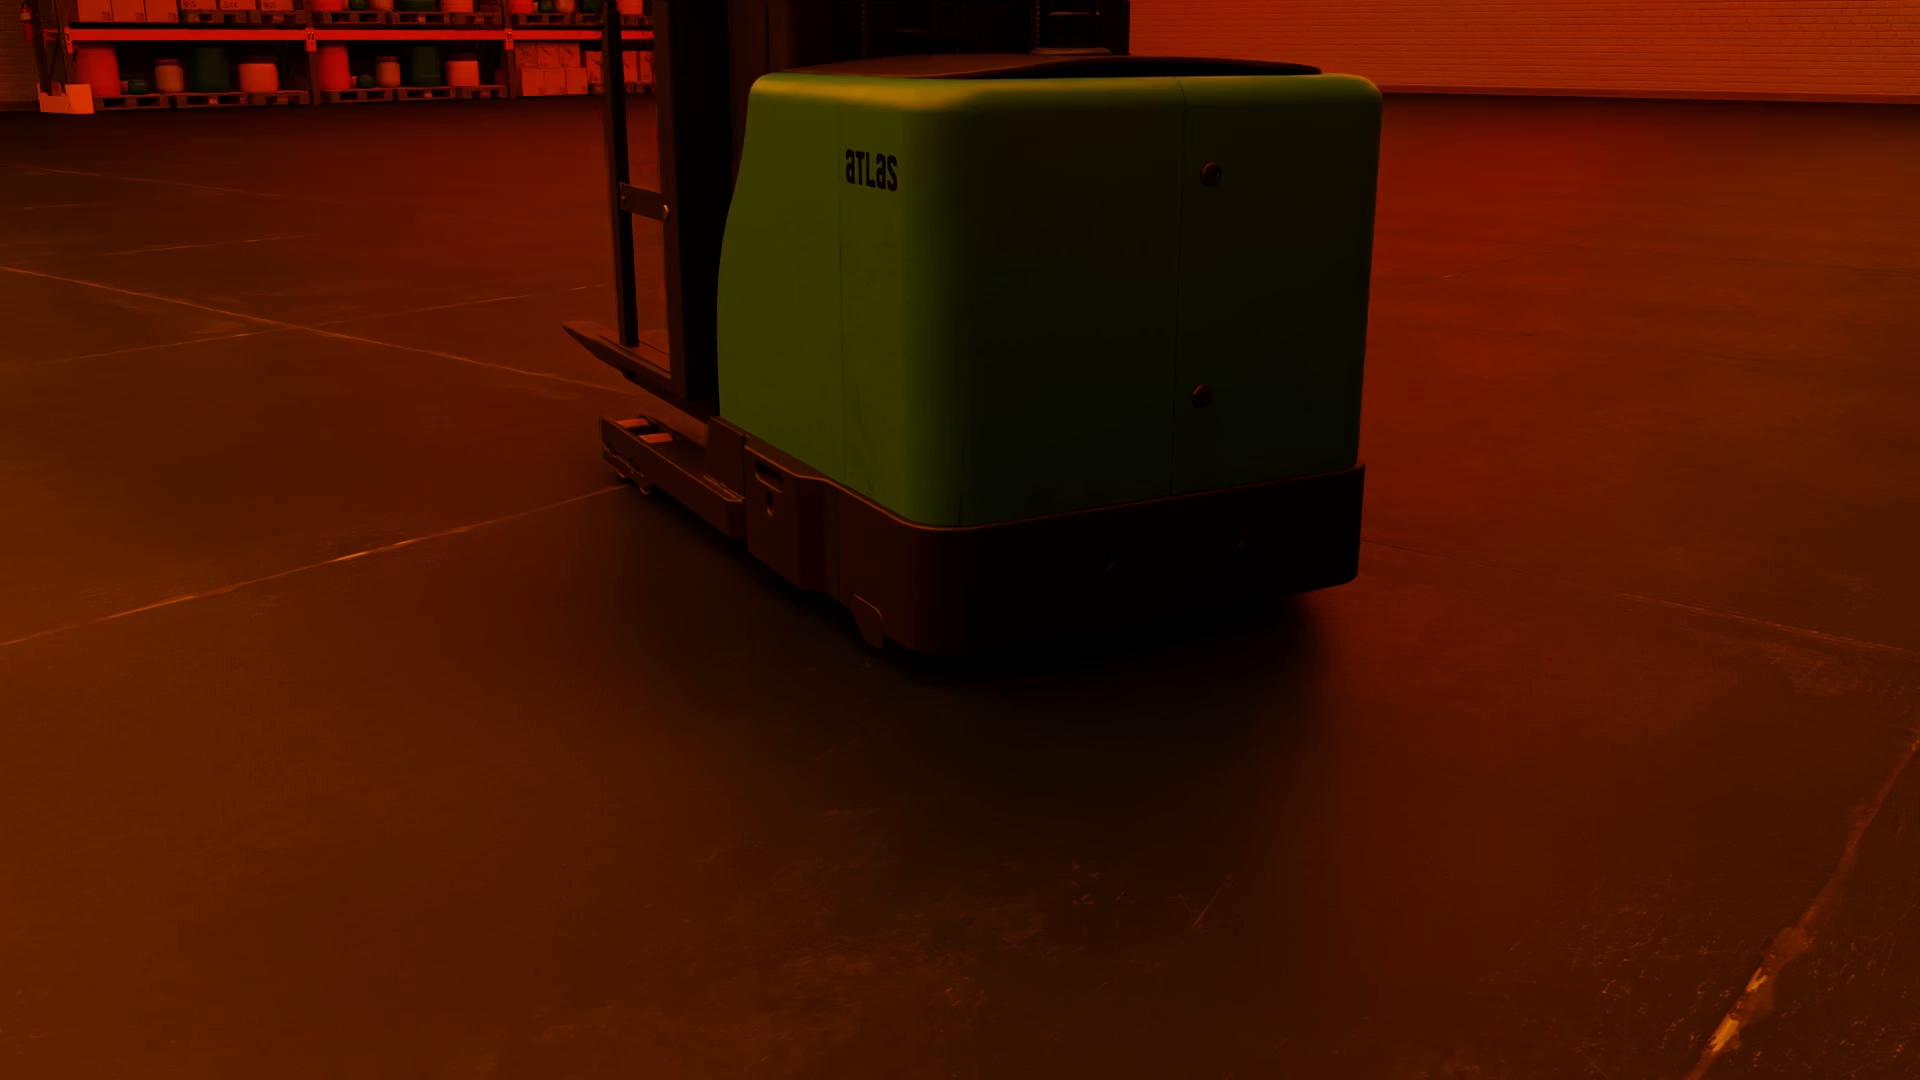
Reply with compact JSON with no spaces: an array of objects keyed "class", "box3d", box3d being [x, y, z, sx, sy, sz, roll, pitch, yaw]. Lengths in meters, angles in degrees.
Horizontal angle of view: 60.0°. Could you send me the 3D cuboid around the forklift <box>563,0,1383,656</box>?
[{"class":"forklift","box3d":[-0.312,-1.572,4.073,1.130,2.935,3.031,-9,19,-27]}]
